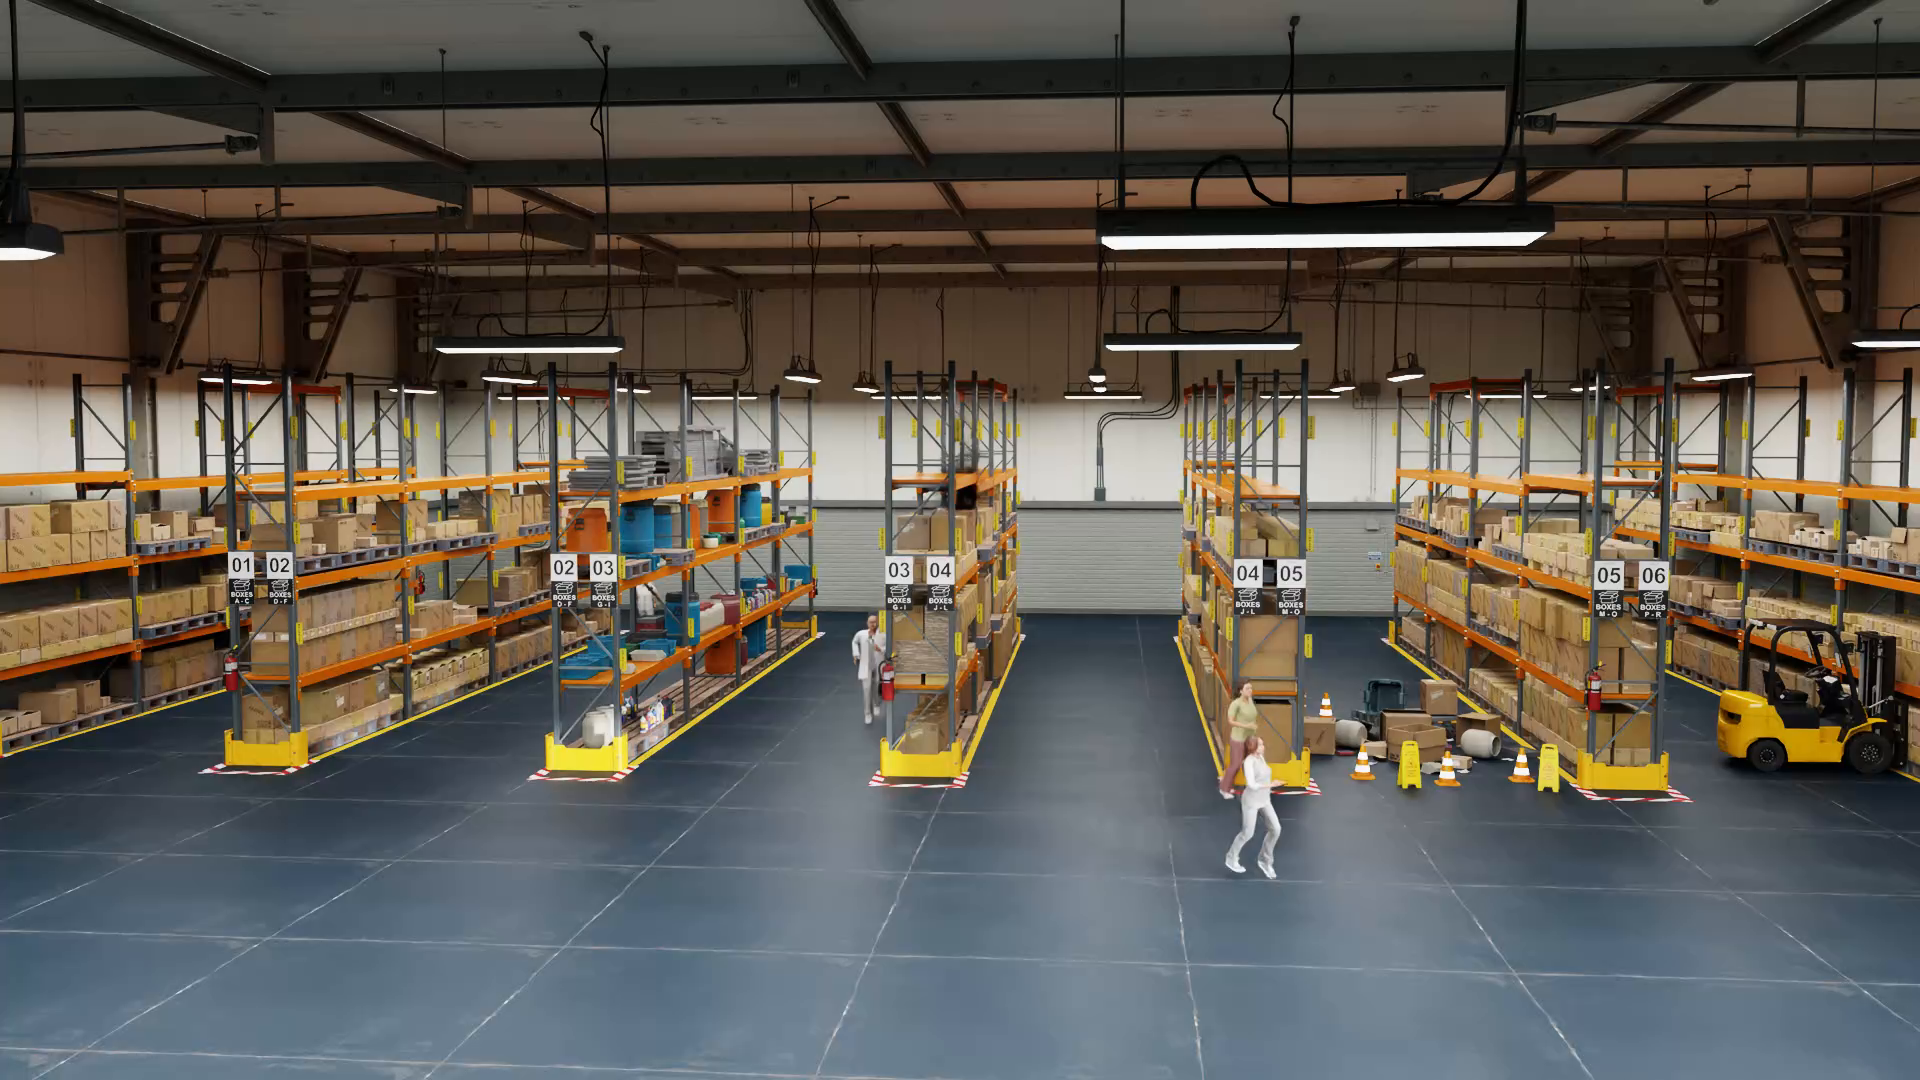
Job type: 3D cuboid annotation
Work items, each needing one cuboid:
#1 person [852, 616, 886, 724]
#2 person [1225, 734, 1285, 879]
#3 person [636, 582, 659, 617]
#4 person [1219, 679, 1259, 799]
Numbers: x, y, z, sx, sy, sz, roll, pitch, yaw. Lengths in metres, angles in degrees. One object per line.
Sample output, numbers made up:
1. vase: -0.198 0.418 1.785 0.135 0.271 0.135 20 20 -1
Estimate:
1. person: -1.497 2.183 28.443 0.695 1.781 1.045 0 4 -3
2. person: 3.308 2.986 18.576 0.699 1.641 0.520 3 5 40
3. person: -7.332 1.631 38.742 0.612 1.664 0.901 0 4 -5
4. person: 3.765 2.722 22.226 0.586 1.748 0.731 -3 5 -34
